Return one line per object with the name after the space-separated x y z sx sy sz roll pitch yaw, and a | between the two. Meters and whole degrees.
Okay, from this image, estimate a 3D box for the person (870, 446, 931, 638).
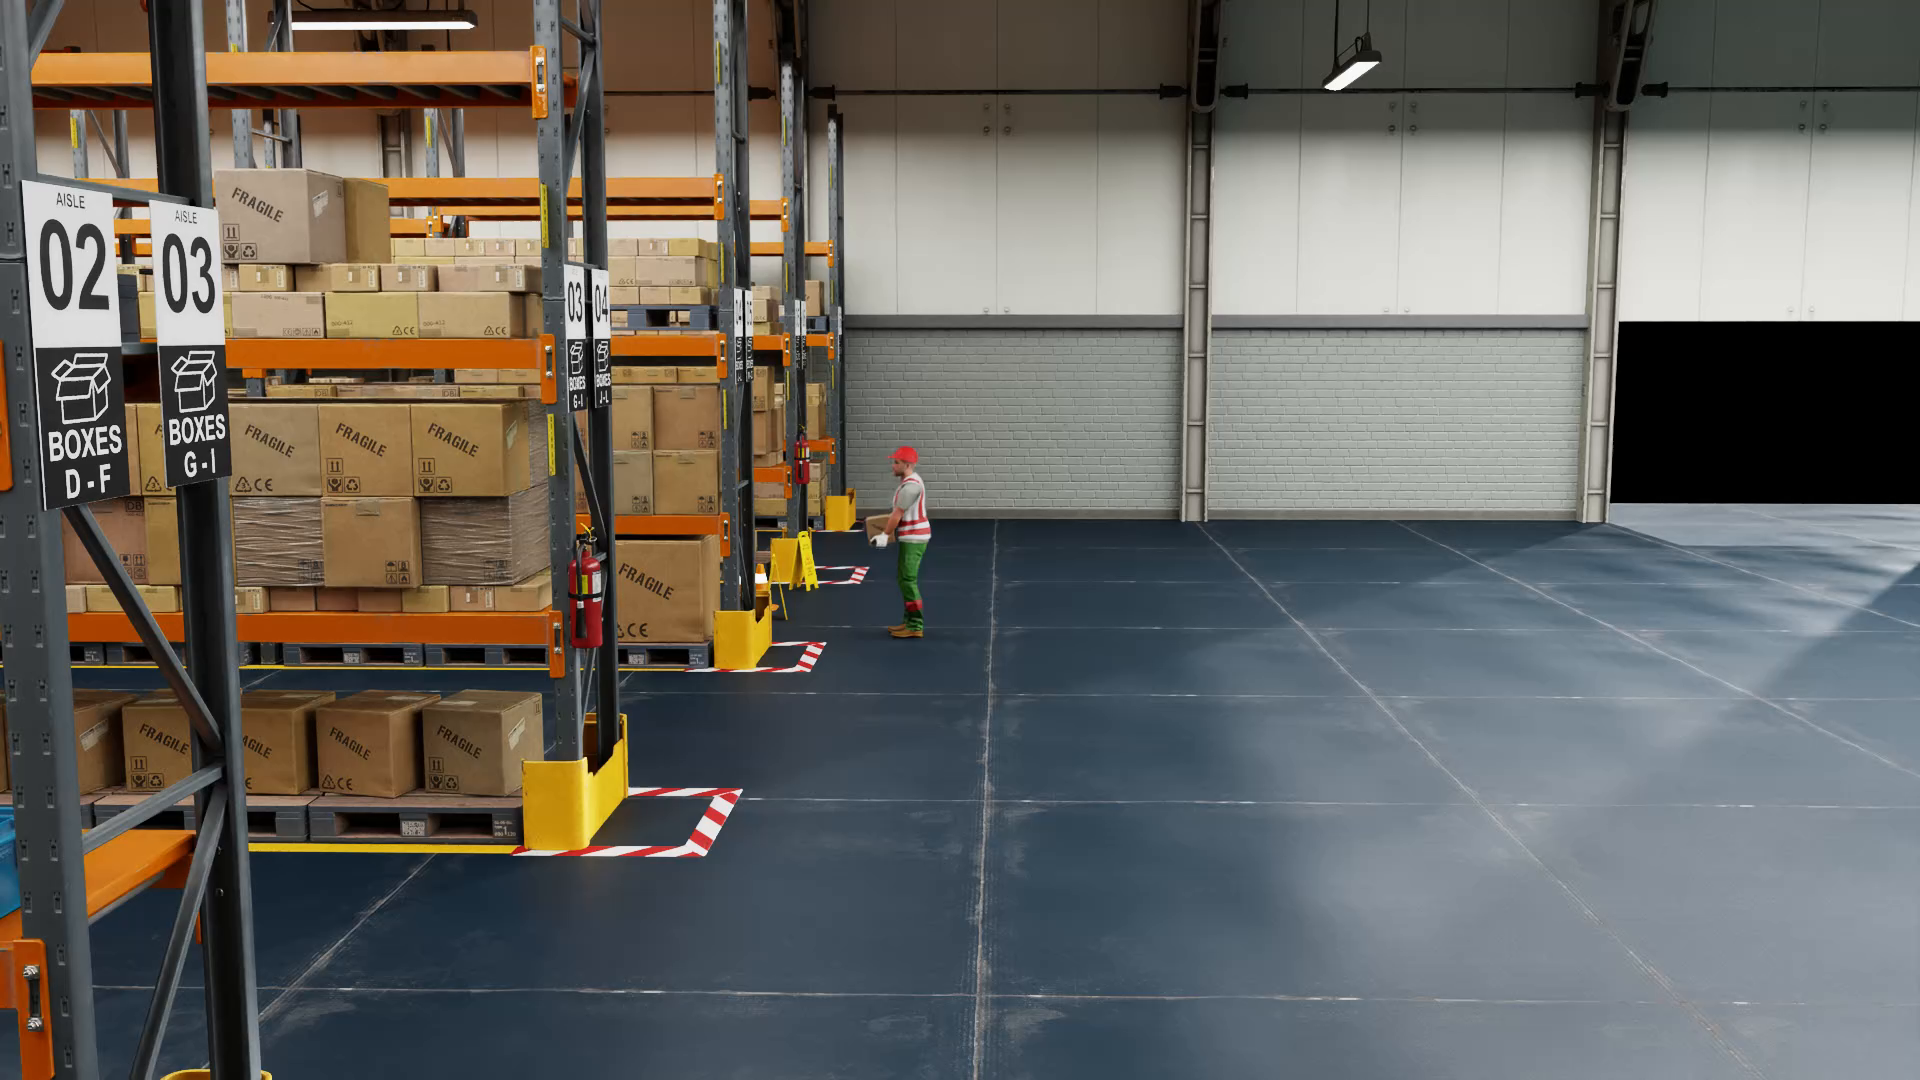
-0.554 0.014 15.581 0.564 1.781 0.495 0 7 0 | person
